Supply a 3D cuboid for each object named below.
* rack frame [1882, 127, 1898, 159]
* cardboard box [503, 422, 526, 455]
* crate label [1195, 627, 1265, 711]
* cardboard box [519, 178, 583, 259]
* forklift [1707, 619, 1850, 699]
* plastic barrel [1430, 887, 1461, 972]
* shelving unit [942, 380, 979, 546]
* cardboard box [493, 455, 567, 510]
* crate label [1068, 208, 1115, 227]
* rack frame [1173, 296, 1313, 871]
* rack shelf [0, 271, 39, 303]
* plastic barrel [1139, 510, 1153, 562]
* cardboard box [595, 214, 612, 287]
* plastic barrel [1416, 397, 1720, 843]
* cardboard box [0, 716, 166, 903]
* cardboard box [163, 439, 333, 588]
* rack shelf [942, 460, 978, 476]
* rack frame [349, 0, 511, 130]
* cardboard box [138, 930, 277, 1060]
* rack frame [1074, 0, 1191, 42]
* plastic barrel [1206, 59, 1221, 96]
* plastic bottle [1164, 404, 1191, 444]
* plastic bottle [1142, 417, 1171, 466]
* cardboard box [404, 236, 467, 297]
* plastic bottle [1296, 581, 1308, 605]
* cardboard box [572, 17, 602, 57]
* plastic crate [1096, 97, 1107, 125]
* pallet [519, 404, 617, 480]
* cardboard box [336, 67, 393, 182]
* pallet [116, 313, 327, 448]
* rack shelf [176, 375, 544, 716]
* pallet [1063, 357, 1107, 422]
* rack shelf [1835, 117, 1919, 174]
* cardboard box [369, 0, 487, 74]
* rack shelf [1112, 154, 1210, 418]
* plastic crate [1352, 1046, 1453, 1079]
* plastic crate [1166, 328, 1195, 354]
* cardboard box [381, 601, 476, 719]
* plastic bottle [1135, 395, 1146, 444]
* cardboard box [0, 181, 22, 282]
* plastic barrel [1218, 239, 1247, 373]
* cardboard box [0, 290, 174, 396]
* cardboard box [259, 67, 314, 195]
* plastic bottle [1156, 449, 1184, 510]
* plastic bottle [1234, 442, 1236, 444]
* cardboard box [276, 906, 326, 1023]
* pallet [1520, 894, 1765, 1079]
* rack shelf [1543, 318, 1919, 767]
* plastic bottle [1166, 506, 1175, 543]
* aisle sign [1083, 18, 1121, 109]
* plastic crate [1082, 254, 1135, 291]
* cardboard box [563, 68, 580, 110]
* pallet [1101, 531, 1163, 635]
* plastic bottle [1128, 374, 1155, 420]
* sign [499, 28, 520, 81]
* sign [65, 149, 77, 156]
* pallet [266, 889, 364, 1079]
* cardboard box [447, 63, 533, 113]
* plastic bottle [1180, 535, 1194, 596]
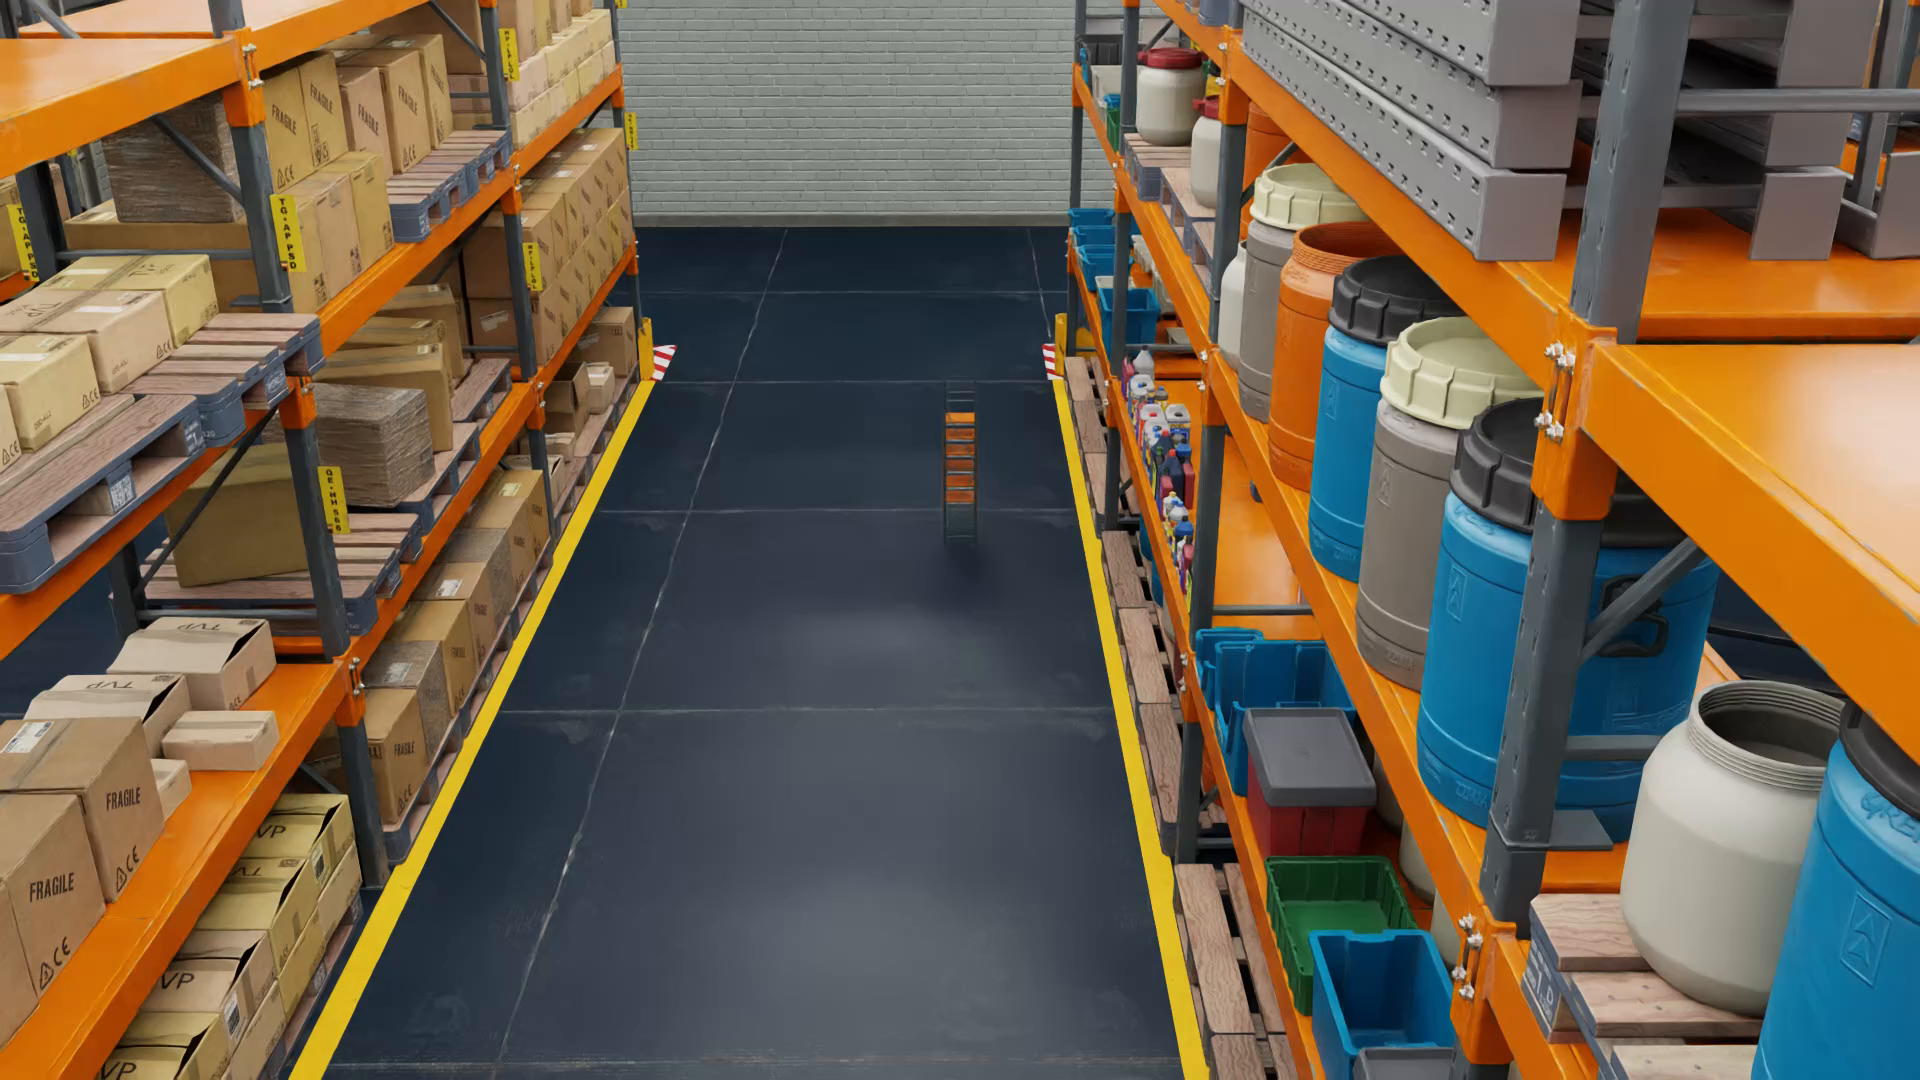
[{"bbox_3d":[6.492,-1.337,11.450,1.000,3.000,0.127,0,24,-1],"label":"rack frame"},{"bbox_3d":[-3.712,-0.812,13.018,0.500,0.311,0.500,0,24,-1],"label":"cardboard box"},{"bbox_3d":[1.212,0.585,7.404,0.303,0.233,0.416,0,24,-1],"label":"crate label"},{"bbox_3d":[-3.149,-2.415,12.499,0.500,0.500,0.500,-1,24,-2],"label":"cardboard box"},{"bbox_3d":[4.076,-0.587,9.874,3.031,2.935,1.130,10,26,22],"label":"forklift"},{"bbox_3d":[1.827,1.222,5.627,0.433,0.535,0.433,0,24,0],"label":"plastic barrel"},{"bbox_3d":[0.000,-0.541,11.873,0.258,1.200,0.189,0,24,-1],"label":"shelving unit"},{"bbox_3d":[-3.202,-0.444,12.203,0.500,0.311,0.500,0,24,-1],"label":"cardboard box"},{"bbox_3d":[1.169,-2.811,14.839,0.416,0.233,0.303,0,24,-1],"label":"crate label"},{"bbox_3d":[1.583,0.333,7.757,1.000,3.000,0.127,0,24,-1],"label":"rack frame"},{"bbox_3d":[-8.389,-1.767,13.273,1.077,0.370,4.000,0,24,-1],"label":"rack shelf"},{"bbox_3d":[1.528,-0.326,11.251,0.600,0.901,0.708,0,24,-1],"label":"plastic barrel"},{"bbox_3d":[-3.172,-2.386,13.646,0.500,0.500,0.500,0,24,0],"label":"cardboard box"},{"bbox_3d":[1.404,0.178,3.852,0.600,0.901,0.708,0,24,-1],"label":"plastic barrel"},{"bbox_3d":[-3.336,1.000,6.162,0.500,0.500,0.500,-2,24,-3],"label":"cardboard box"},{"bbox_3d":[-3.490,-0.142,8.176,0.700,0.500,0.500,-9,26,-18],"label":"cardboard box"},{"bbox_3d":[0.000,-0.500,11.891,0.258,0.103,0.180,0,24,-1],"label":"rack shelf"},{"bbox_3d":[-3.414,-4.028,10.119,1.000,3.000,0.127,0,24,-1],"label":"rack frame"},{"bbox_3d":[-3.104,1.797,6.667,0.500,0.311,0.500,0,24,-1],"label":"cardboard box"},{"bbox_3d":[1.495,-5.697,13.809,1.000,3.000,0.127,0,24,-1],"label":"rack frame"},{"bbox_3d":[1.752,-2.584,9.828,0.600,0.588,0.600,0,24,0],"label":"plastic barrel"},{"bbox_3d":[1.325,-0.685,10.159,0.152,0.276,0.135,0,24,-1],"label":"plastic bottle"},{"bbox_3d":[1.176,-0.589,9.946,0.152,0.276,0.135,0,24,-1],"label":"plastic bottle"},{"bbox_3d":[-3.678,-2.003,11.587,0.500,0.500,0.500,0,24,0],"label":"cardboard box"},{"bbox_3d":[1.749,0.211,8.178,0.152,0.276,0.135,0,24,-1],"label":"plastic bottle"},{"bbox_3d":[-3.191,-4.052,13.388,0.500,0.250,0.500,0,24,-1],"label":"cardboard box"},{"bbox_3d":[1.145,-3.084,11.992,0.293,0.136,0.466,0,24,-1],"label":"plastic crate"},{"bbox_3d":[-3.437,-0.811,13.670,1.003,0.211,1.213,0,24,-1],"label":"pallet"},{"bbox_3d":[-3.465,-2.186,8.935,0.600,0.600,0.600,-1,24,-3],"label":"cardboard box"},{"bbox_3d":[-3.274,-0.648,6.514,1.213,0.211,1.003,1,24,2],"label":"pallet"},{"bbox_3d":[-3.392,-0.142,9.681,1.077,0.370,4.000,0,24,-1],"label":"rack shelf"},{"bbox_3d":[1.466,-1.353,14.868,1.003,0.211,1.213,0,24,-1],"label":"pallet"},{"bbox_3d":[6.470,-3.200,12.803,1.077,0.370,4.000,0,24,-1],"label":"rack shelf"},{"bbox_3d":[-3.458,-3.362,10.953,0.700,0.500,0.500,0,24,-1],"label":"cardboard box"},{"bbox_3d":[1.561,-1.530,9.109,1.077,0.370,4.000,0,24,-1],"label":"rack shelf"},{"bbox_3d":[1.315,1.754,4.537,0.402,0.464,0.583,0,24,-1],"label":"plastic crate"},{"bbox_3d":[1.677,-1.415,11.869,0.396,0.136,0.243,0,24,-1],"label":"plastic crate"},{"bbox_3d":[-3.101,0.681,9.487,0.500,0.500,0.500,-1,24,-1],"label":"cardboard box"},{"bbox_3d":[1.126,-0.743,10.278,0.061,0.283,0.133,0,24,-1],"label":"plastic bottle"},{"bbox_3d":[-8.376,-2.546,13.758,0.980,0.700,0.700,0,24,-1],"label":"cardboard box"},{"bbox_3d":[1.280,-0.955,6.830,0.421,0.512,0.421,0,24,0],"label":"plastic barrel"},{"bbox_3d":[-3.285,-0.733,6.147,0.500,0.250,0.500,0,24,1],"label":"cardboard box"},{"bbox_3d":[-3.374,-1.904,7.728,0.500,0.500,0.500,0,24,-1],"label":"cardboard box"},{"bbox_3d":[1.179,-0.346,9.318,0.144,0.351,0.185,0,24,-1],"label":"plastic bottle"},{"bbox_3d":[1.751,-0.729,10.261,0.097,0.271,0.097,0,24,0],"label":"plastic bottle"},{"bbox_3d":[-3.112,1.843,7.245,0.500,0.250,0.500,-1,24,-1],"label":"cardboard box"},{"bbox_3d":[1.732,0.998,2.877,1.213,0.211,1.003,0,24,-1],"label":"pallet"},{"bbox_3d":[1.648,0.582,1.285,1.077,0.370,4.000,0,24,-1],"label":"rack shelf"},{"bbox_3d":[1.161,-0.084,8.921,0.097,0.201,0.097,0,24,0],"label":"plastic bottle"},{"bbox_3d":[1.198,-4.176,14.572,0.394,0.787,0.004,0,24,-1],"label":"aisle sign"},{"bbox_3d":[1.186,-2.145,13.366,0.416,0.233,0.300,0,24,-1],"label":"plastic crate"},{"bbox_3d":[-3.186,-3.412,12.580,0.500,0.250,0.500,0,24,-1],"label":"cardboard box"},{"bbox_3d":[1.506,0.274,11.272,1.003,0.211,1.213,0,24,-1],"label":"pallet"},{"bbox_3d":[1.167,-0.915,10.668,0.152,0.276,0.135,0,24,-1],"label":"plastic bottle"},{"bbox_3d":[-2.859,-3.080,10.558,0.100,0.325,0.005,0,24,-1],"label":"sign"},{"bbox_3d":[-7.868,-3.551,14.652,0.100,0.325,0.005,0,24,-1],"label":"sign"},{"bbox_3d":[-3.400,1.964,7.535,1.003,0.211,1.213,0,24,-1],"label":"pallet"},{"bbox_3d":[-3.171,-3.022,11.111,0.500,0.250,0.500,0,24,-1],"label":"cardboard box"},{"bbox_3d":[1.149,0.126,8.355,0.061,0.283,0.133,0,24,-1],"label":"plastic bottle"}]
